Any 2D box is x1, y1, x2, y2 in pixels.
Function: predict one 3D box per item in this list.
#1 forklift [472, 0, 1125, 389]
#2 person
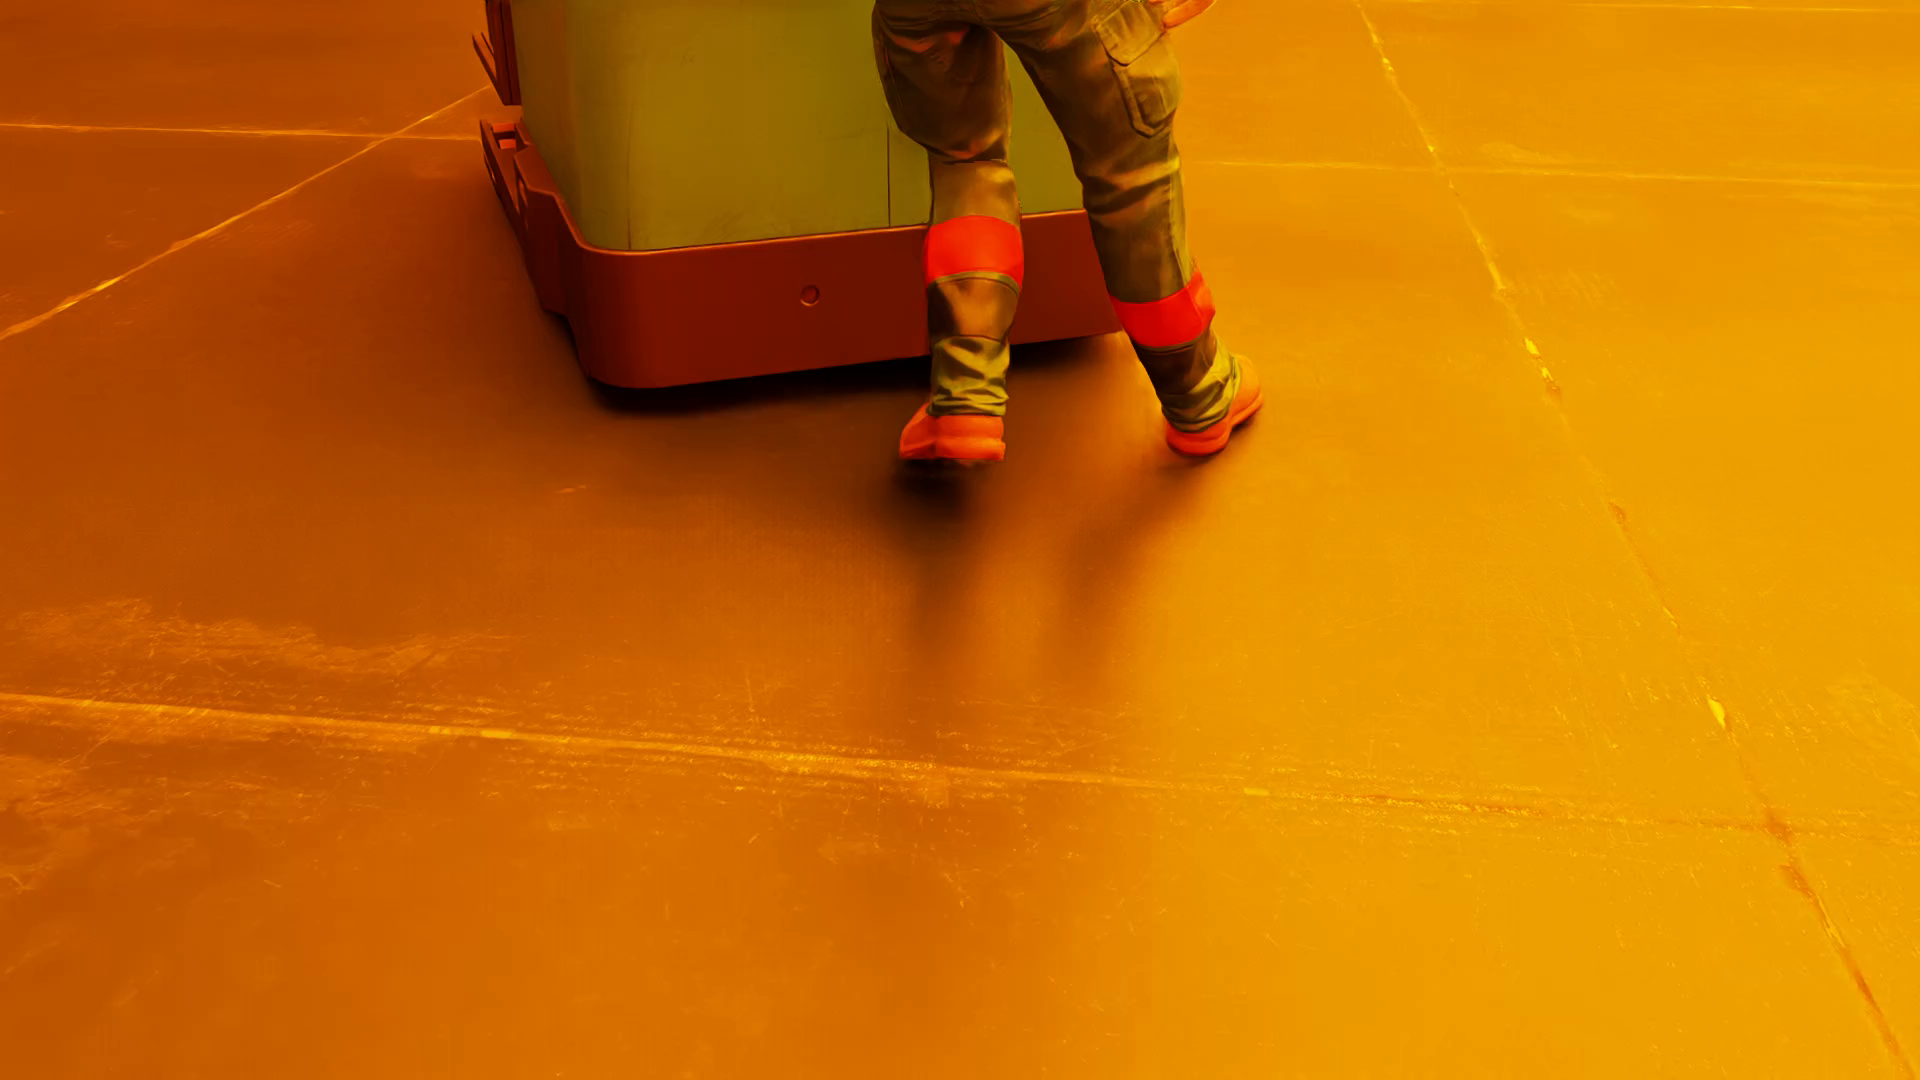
[{"bbox_3d":[-0.617,-2.209,3.644,1.130,2.935,3.031,-9,28,-17],"label":"forklift"},{"bbox_3d":[0.098,-0.944,2.462,0.721,1.734,0.702,12,29,23],"label":"person"}]
